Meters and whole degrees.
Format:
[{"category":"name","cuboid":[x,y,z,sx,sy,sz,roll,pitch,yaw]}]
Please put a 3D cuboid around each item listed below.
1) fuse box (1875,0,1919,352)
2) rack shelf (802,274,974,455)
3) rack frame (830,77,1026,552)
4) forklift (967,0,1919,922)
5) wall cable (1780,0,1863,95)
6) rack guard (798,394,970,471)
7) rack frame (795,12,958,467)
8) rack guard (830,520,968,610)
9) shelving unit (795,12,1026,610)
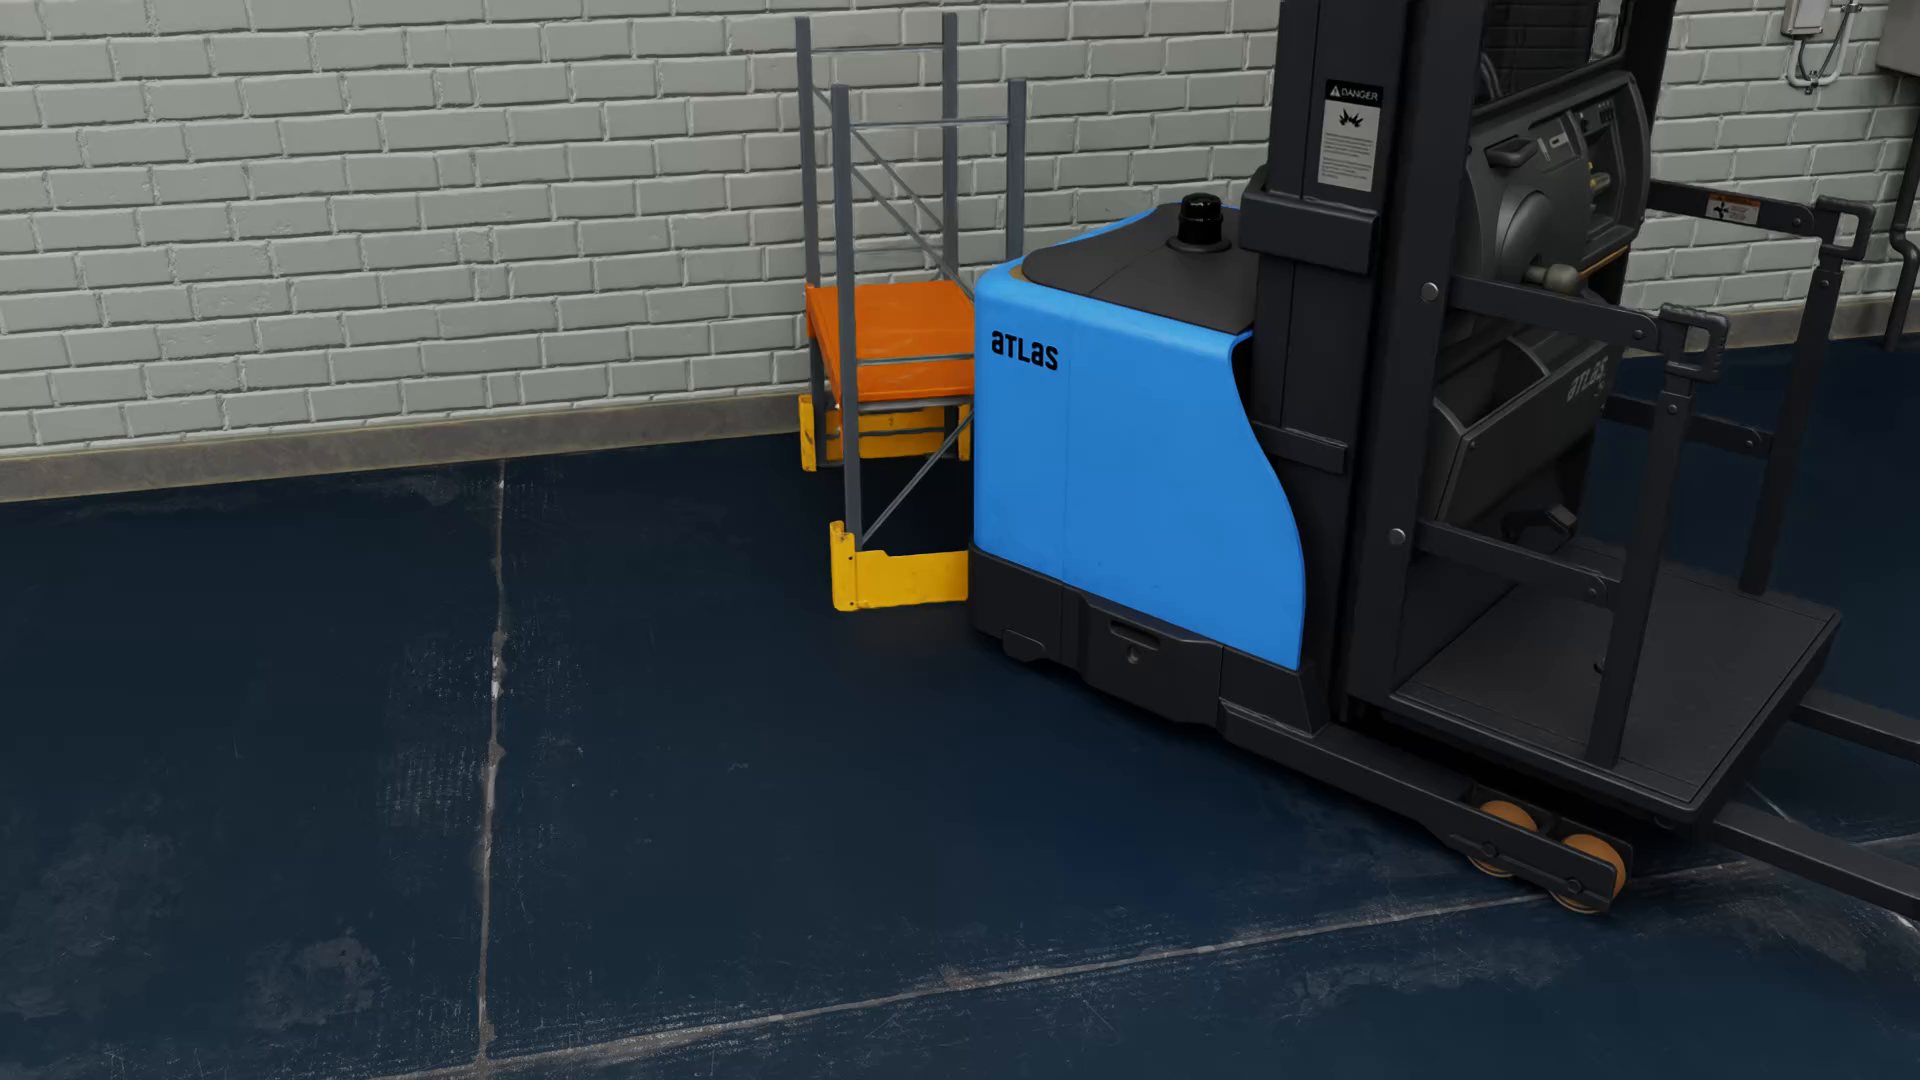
[{"category":"fuse box","cuboid":[3.825,-1.532,6.386,0.539,1.711,0.414,-6,27,-12]},{"category":"rack shelf","cuboid":[-0.168,-0.561,5.096,0.538,0.185,1.000,-5,27,-9]},{"category":"rack frame","cuboid":[-0.079,-0.496,4.568,0.500,1.500,0.032,-5,27,-9]},{"category":"forklift","cuboid":[1.472,-0.763,3.510,3.031,2.935,1.130,21,33,35]},{"category":"wall cable","cuboid":[3.125,-2.560,5.866,0.588,1.984,0.122,-6,27,-12]},{"category":"rack guard","cuboid":[-0.257,-0.388,5.742,0.587,0.250,0.087,-5,27,-9]},{"category":"rack frame","cuboid":[-0.257,-0.947,5.461,0.500,1.500,0.032,-5,27,-9]},{"category":"rack guard","cuboid":[-0.082,0.054,4.866,0.587,0.250,0.087,-5,27,-9]},{"category":"shelving unit","cuboid":[-0.170,-0.725,5.023,0.587,1.500,1.083,-5,27,-9]}]
